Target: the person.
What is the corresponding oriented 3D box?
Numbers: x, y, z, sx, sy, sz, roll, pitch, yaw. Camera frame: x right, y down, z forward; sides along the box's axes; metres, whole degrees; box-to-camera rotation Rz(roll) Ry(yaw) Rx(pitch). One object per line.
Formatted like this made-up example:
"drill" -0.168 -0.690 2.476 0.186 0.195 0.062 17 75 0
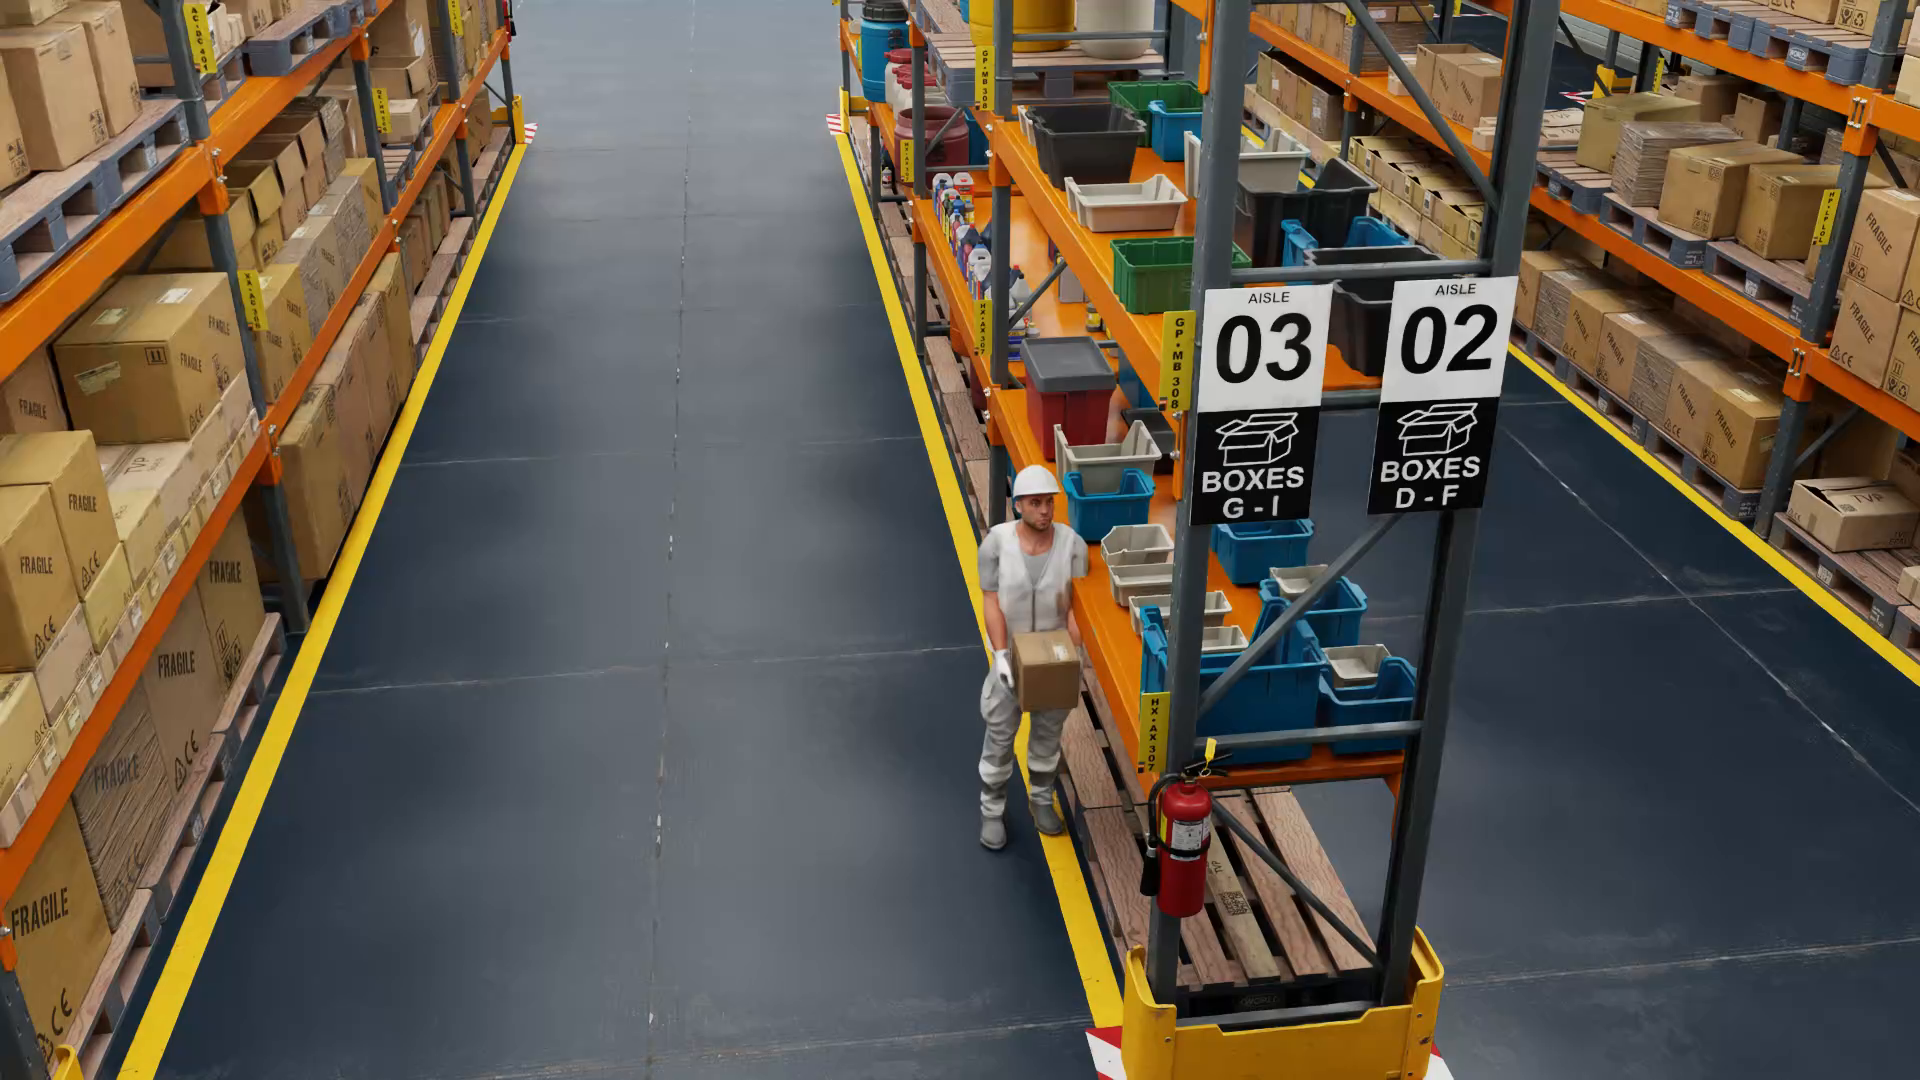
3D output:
"person" 0.334 0.548 7.505 0.525 1.793 0.538 -3 27 -7
